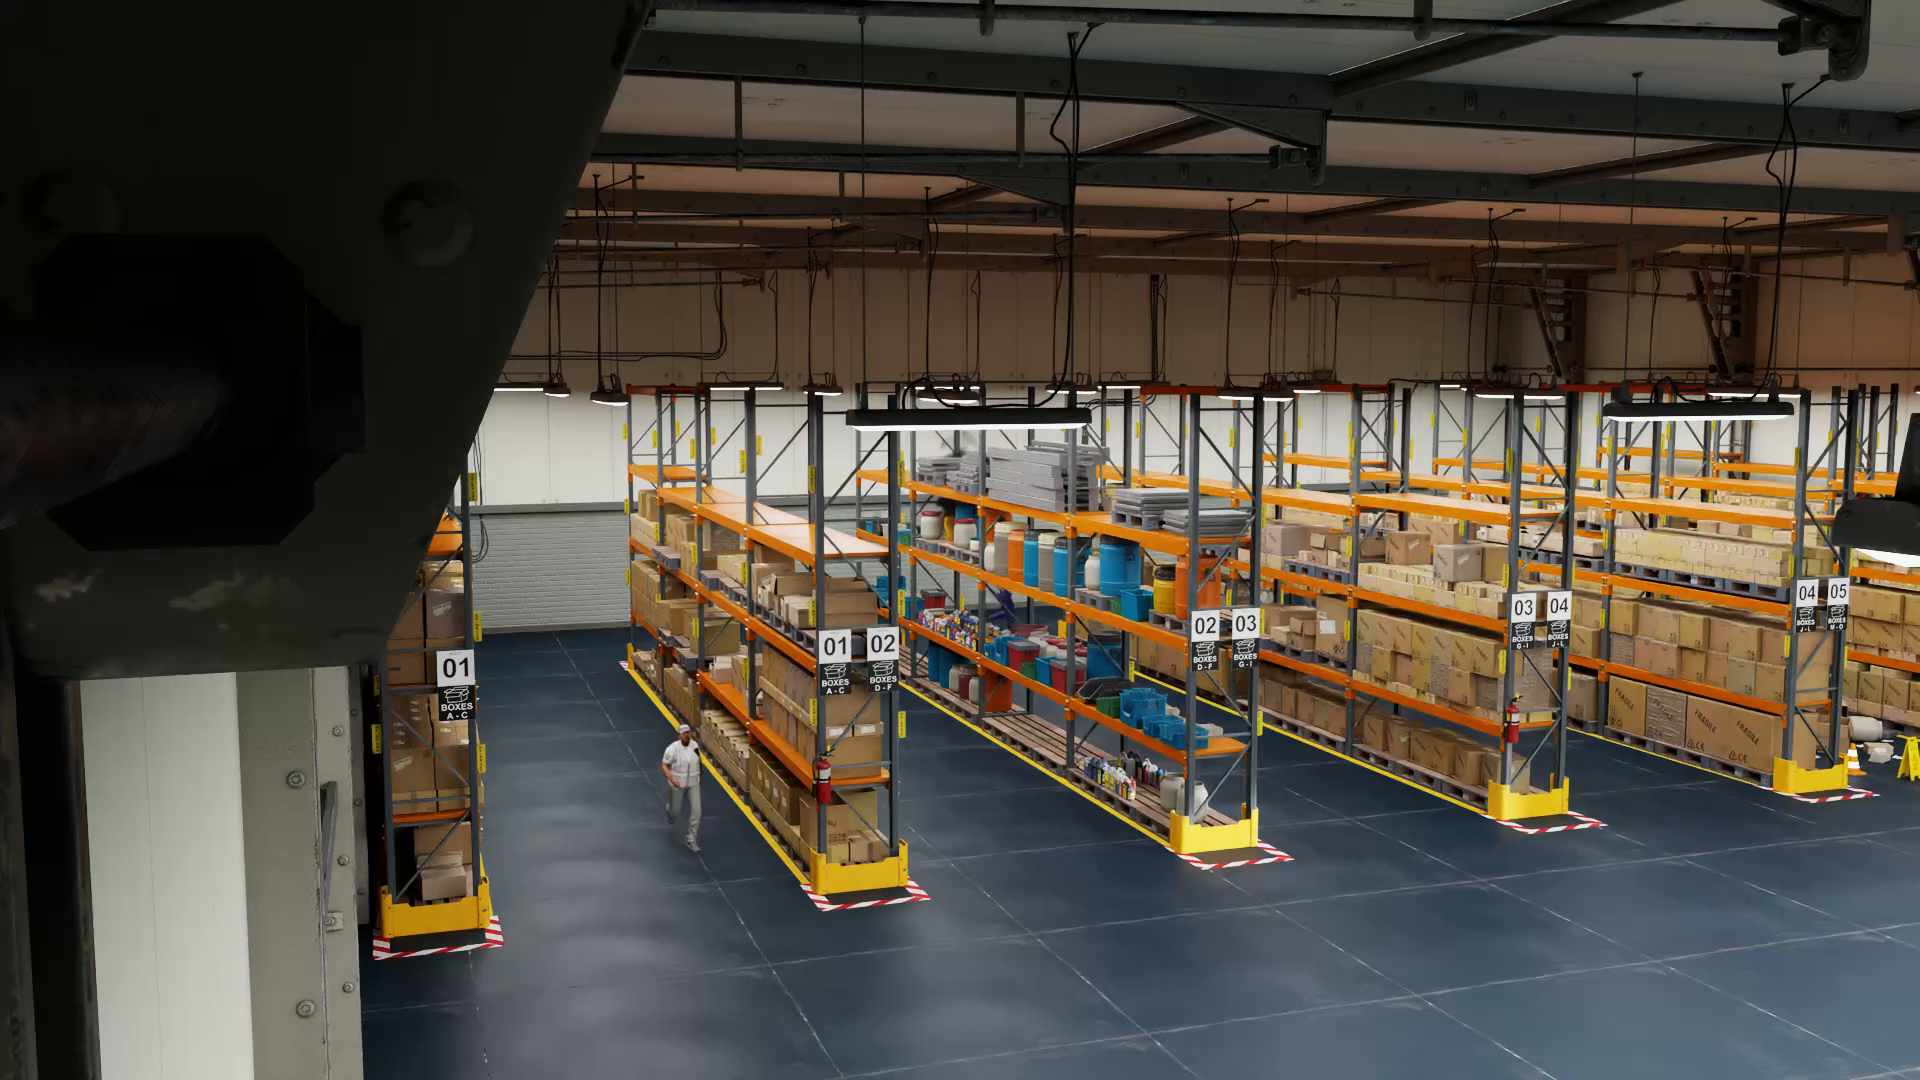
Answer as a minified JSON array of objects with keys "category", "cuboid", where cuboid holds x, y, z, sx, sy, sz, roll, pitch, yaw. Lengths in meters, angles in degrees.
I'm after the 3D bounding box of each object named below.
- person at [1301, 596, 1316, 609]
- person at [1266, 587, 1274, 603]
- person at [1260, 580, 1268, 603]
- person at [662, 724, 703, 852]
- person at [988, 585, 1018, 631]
[{"category":"person","cuboid":[8.541,1.232,41.214,0.753,1.636,1.072,-5,8,-41]},{"category":"person","cuboid":[7.869,1.142,41.757,0.863,1.840,0.649,-4,7,-35]},{"category":"person","cuboid":[6.718,1.694,37.001,0.555,1.626,0.556,-2,6,-21]},{"category":"person","cuboid":[-3.683,3.264,22.156,0.570,1.652,0.910,-3,6,-23]},{"category":"person","cuboid":[1.049,1.405,40.082,0.779,1.619,0.607,-1,6,-8]}]
